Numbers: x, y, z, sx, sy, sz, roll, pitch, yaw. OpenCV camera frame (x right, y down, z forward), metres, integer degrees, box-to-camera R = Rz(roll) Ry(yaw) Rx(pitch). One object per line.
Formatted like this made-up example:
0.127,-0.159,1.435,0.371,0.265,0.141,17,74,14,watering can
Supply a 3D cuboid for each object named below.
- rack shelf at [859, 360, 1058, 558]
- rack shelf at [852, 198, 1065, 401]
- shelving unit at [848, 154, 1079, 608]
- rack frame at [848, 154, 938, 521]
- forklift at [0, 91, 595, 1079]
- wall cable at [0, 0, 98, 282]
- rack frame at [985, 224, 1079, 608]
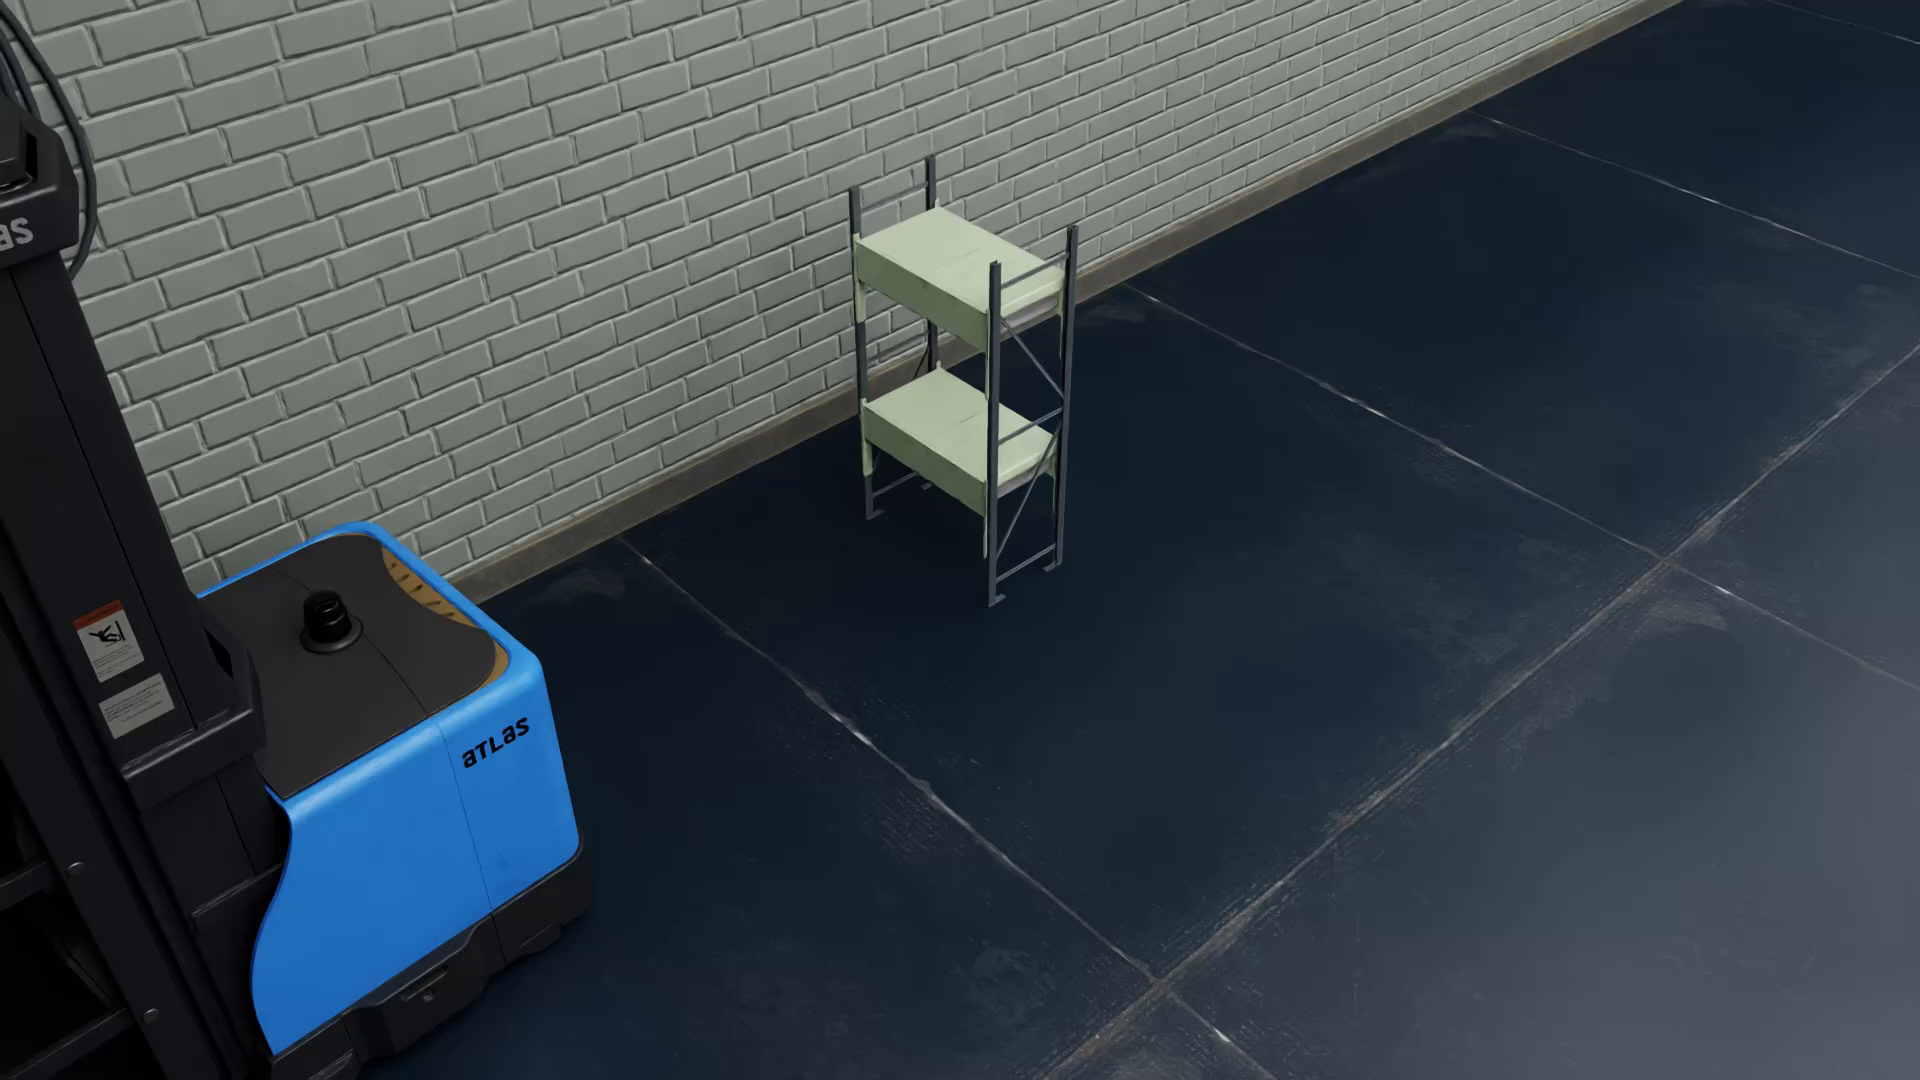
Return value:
0.005,-0.327,6.480,0.431,0.370,0.720,-30,48,-32,rack shelf
0.005,-0.884,6.030,0.431,0.370,0.720,-30,48,-32,rack shelf
0.005,-0.580,6.275,0.431,1.500,0.755,-30,48,-32,shelving unit
-0.243,-0.750,6.485,0.400,1.500,0.023,-30,48,-32,rack frame
-2.546,0.483,3.820,1.130,2.935,3.031,32,49,33,forklift
-3.573,-1.047,3.355,3.097,2.526,0.112,-30,48,-32,wall cable
0.252,-0.411,6.065,0.400,1.500,0.023,-30,48,-32,rack frame
